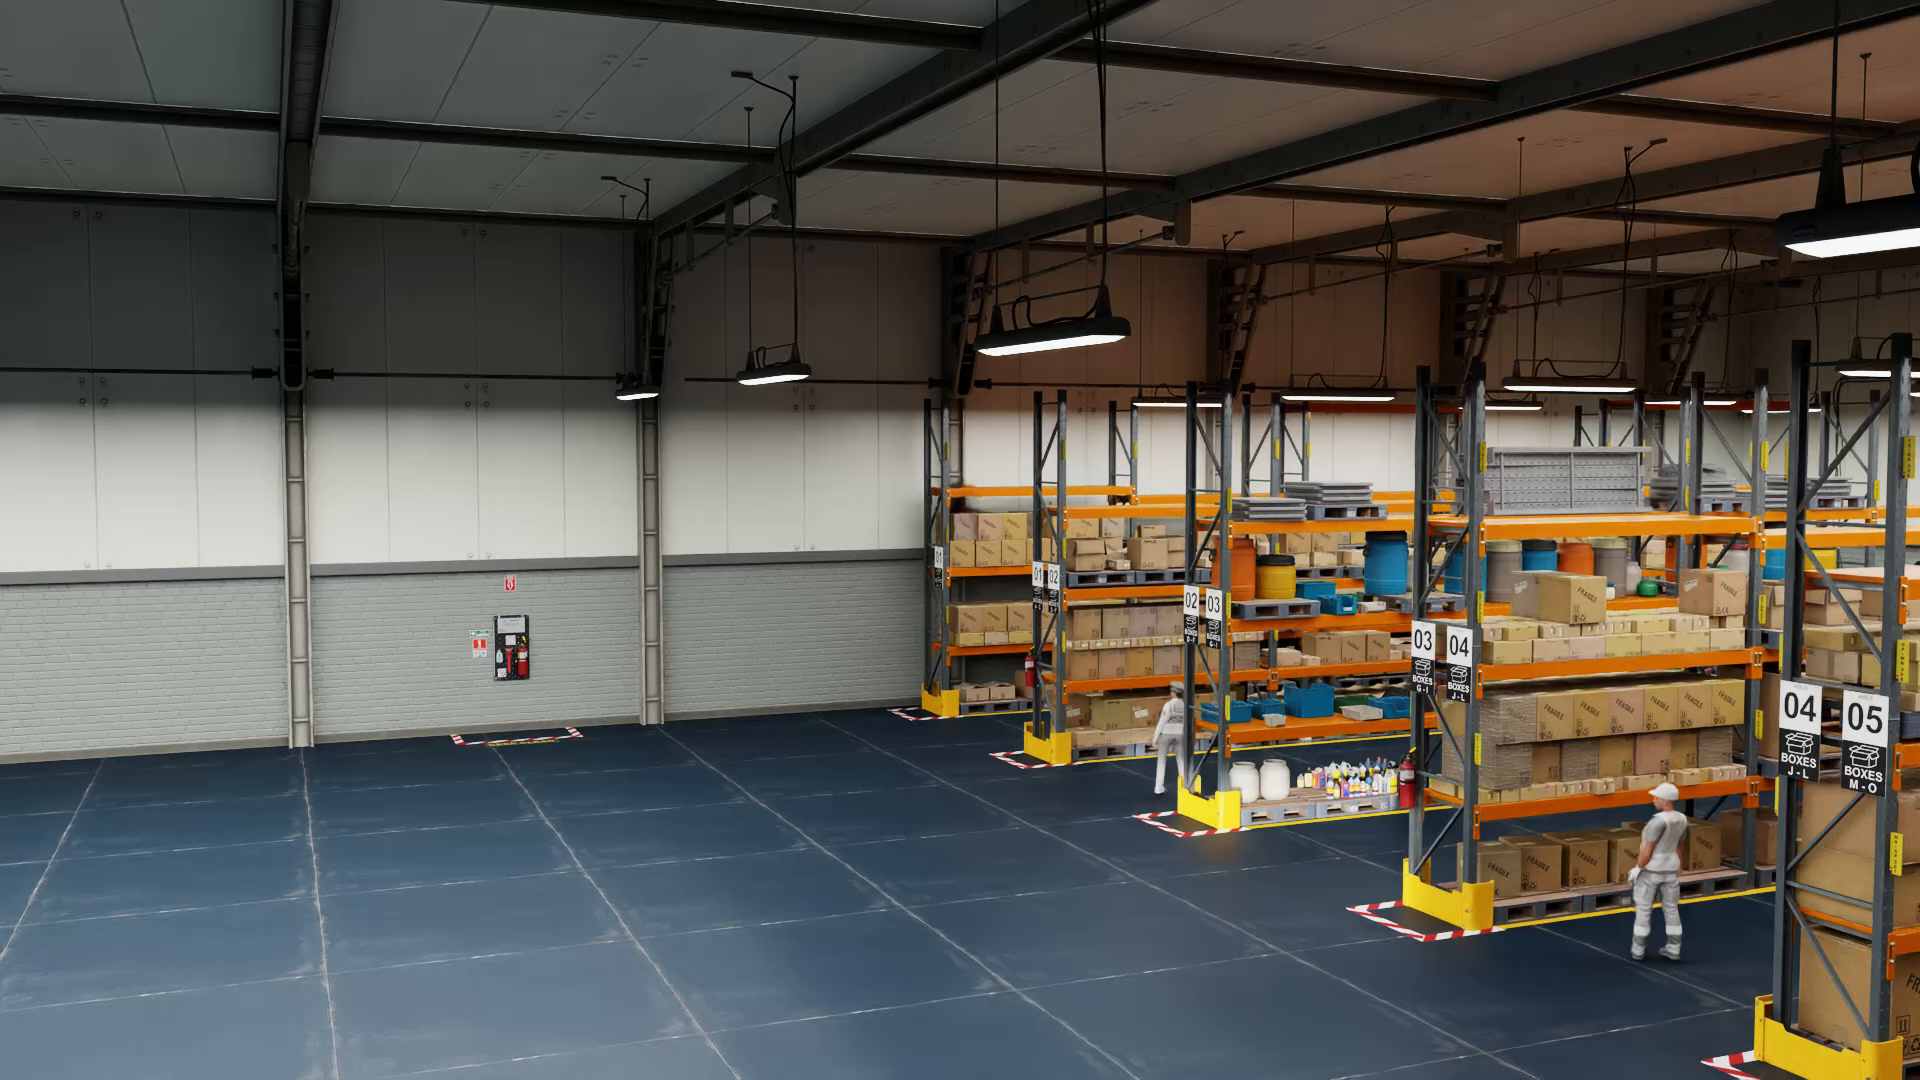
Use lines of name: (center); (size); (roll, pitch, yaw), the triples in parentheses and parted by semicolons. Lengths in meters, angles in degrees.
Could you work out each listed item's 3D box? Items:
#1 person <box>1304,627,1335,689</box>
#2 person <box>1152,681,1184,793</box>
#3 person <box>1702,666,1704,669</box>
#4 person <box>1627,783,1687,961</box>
person: (6.961, 2.387, 32.128); (0.995, 1.695, 0.659); (-2, 4, -25)
person: (3.084, 2.896, 24.356); (0.542, 1.678, 0.471); (-1, 3, -11)
person: (15.800, 2.171, 35.812); (0.578, 1.802, 0.569); (3, 4, 37)
person: (6.925, 3.298, 16.560); (0.611, 1.790, 0.480); (-1, 3, -16)
